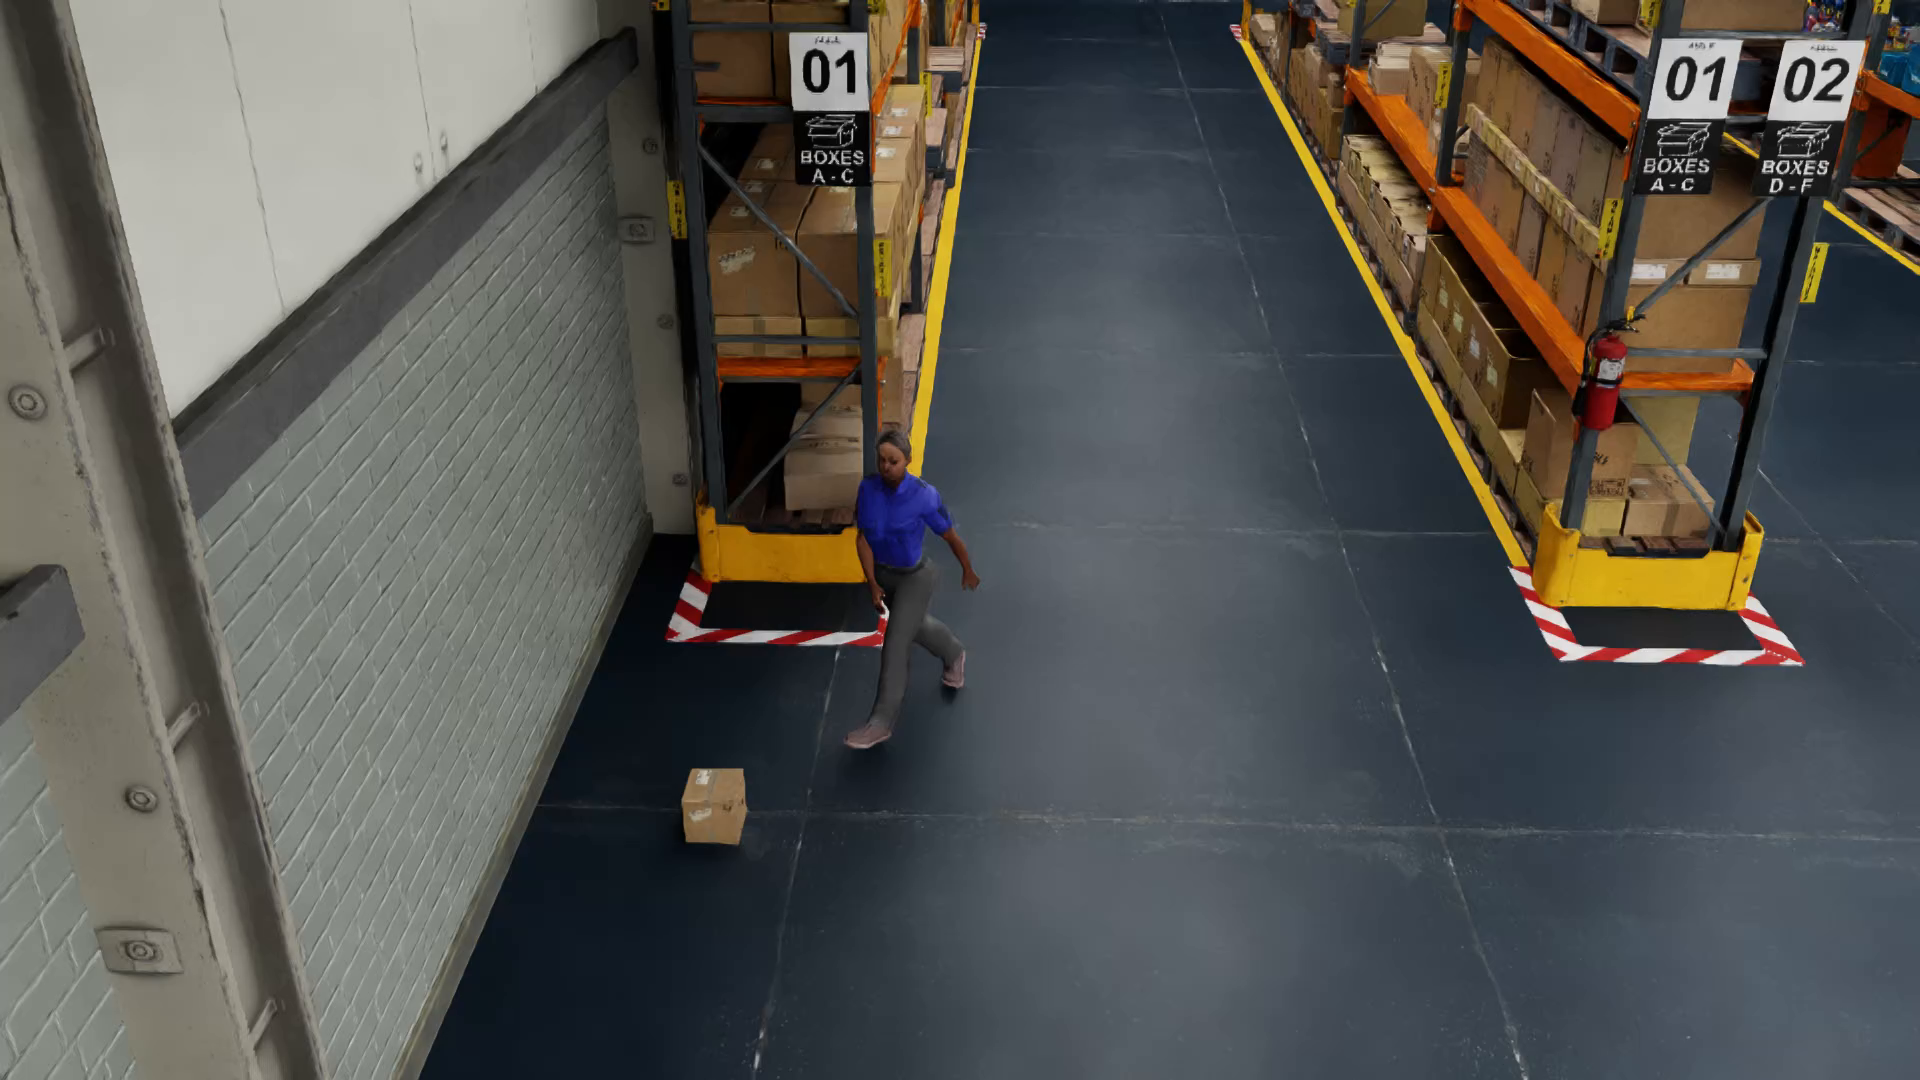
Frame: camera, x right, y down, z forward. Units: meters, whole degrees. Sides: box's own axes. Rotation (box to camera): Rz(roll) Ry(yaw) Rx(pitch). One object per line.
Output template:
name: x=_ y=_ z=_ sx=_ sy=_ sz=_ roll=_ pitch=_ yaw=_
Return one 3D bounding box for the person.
person: x=-0.283 y=0.195 z=8.284 sx=0.484 sy=1.601 sz=0.999 roll=18 pitch=33 yaw=30
